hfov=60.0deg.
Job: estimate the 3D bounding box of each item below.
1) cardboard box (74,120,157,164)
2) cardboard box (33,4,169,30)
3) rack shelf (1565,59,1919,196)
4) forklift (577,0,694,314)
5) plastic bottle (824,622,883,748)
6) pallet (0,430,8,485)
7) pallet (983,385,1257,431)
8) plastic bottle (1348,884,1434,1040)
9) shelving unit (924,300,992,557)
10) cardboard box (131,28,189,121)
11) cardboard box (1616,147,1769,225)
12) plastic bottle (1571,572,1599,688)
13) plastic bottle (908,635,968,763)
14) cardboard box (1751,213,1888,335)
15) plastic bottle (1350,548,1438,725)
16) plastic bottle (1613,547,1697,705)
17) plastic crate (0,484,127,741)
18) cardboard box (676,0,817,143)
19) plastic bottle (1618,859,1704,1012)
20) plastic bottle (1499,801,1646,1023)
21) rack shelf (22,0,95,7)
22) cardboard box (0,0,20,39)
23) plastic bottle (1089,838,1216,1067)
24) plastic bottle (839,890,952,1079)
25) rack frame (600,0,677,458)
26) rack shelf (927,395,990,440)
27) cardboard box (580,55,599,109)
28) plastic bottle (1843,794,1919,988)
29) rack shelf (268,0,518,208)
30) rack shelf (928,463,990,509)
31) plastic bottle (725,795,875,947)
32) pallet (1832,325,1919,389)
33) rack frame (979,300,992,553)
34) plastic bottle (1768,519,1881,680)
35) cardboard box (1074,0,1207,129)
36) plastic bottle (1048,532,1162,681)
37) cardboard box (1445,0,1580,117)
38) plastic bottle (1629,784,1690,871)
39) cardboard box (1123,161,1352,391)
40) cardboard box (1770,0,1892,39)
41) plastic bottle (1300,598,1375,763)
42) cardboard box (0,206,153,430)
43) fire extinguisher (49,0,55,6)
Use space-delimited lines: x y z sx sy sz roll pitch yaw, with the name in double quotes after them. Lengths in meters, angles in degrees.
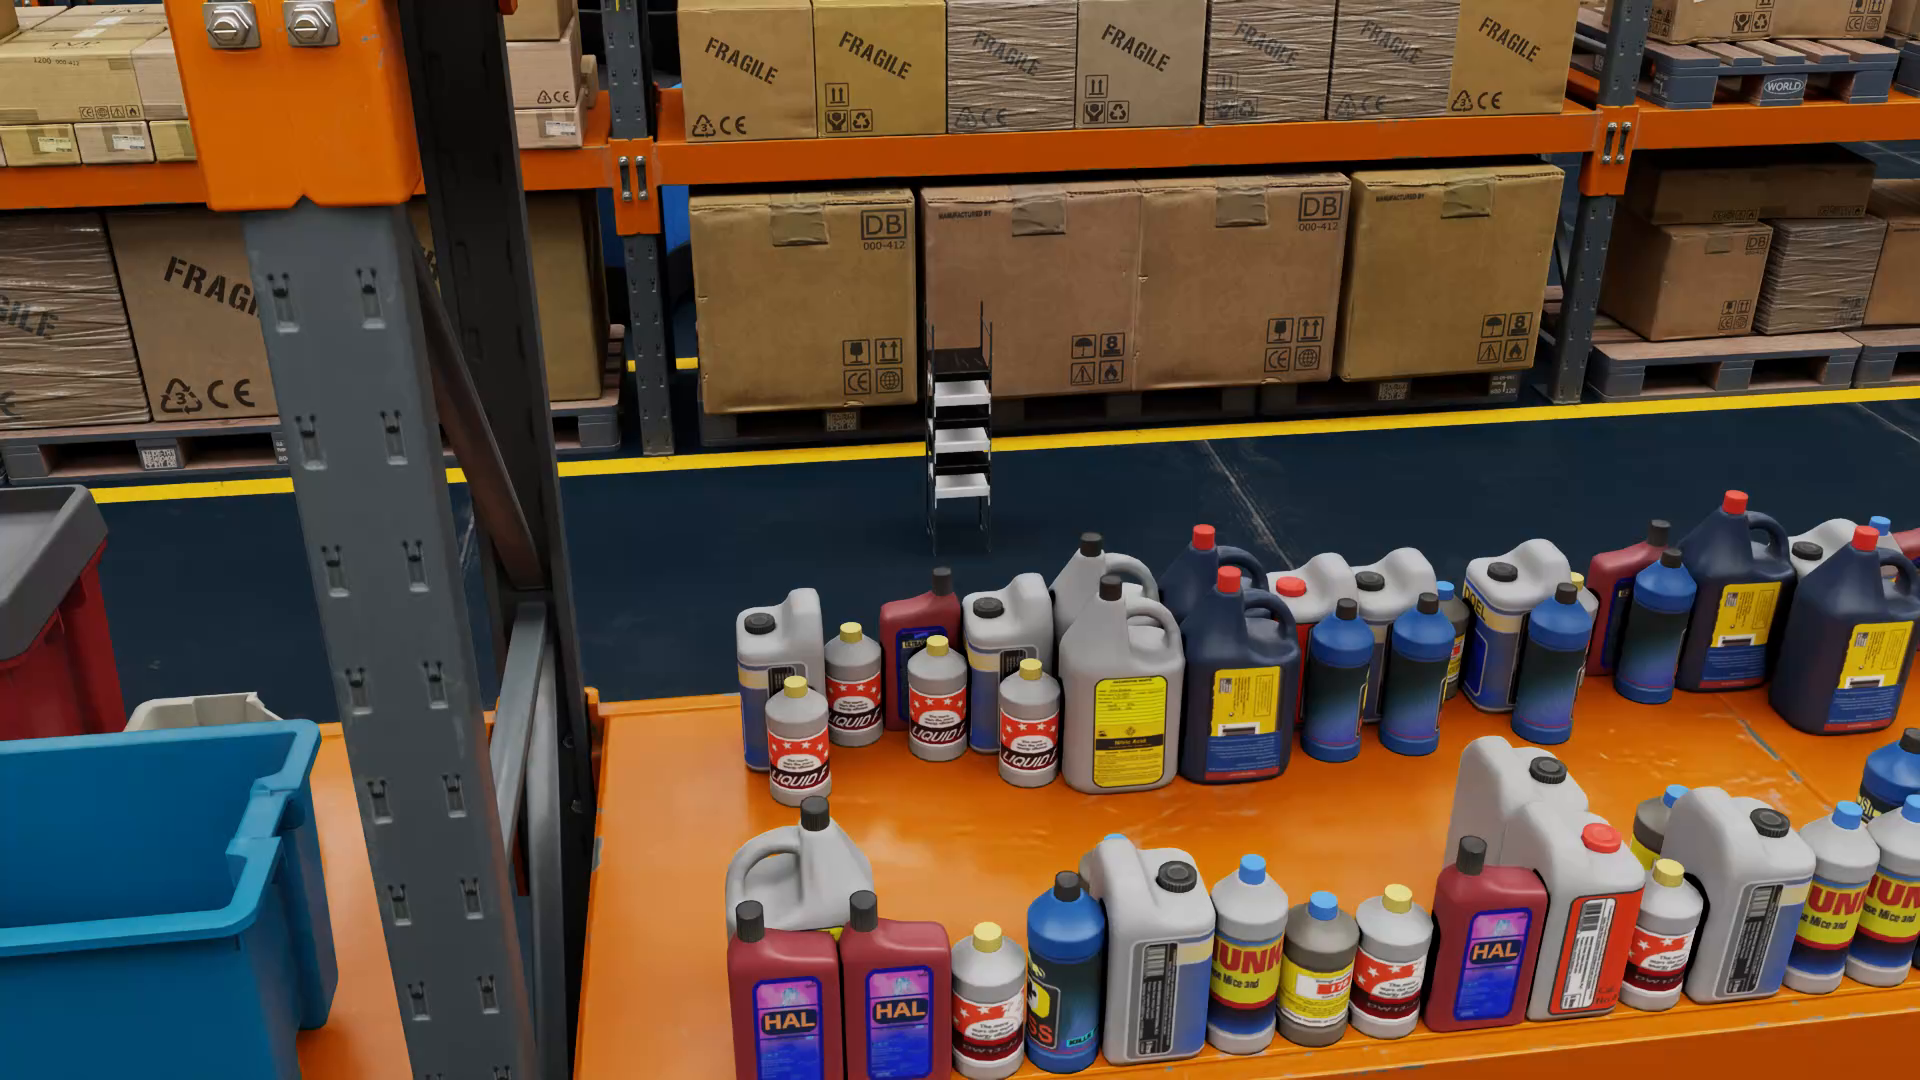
-3.104 -1.529 6.219 0.250 0.149 0.380 -3 27 -6 "cardboard box"
-3.319 -1.967 6.637 0.500 0.250 0.500 -4 27 -7 "cardboard box"
4.619 -1.967 7.586 4.000 0.370 1.077 -4 27 -7 "rack shelf"
-1.628 -3.078 9.039 1.130 2.935 3.031 7 28 14 "forklift"
-0.176 0.231 2.732 0.097 0.201 0.097 0 27 0 "plastic bottle"
-4.503 -0.497 6.987 1.213 0.211 1.003 -4 27 -7 "pallet"
0.642 -0.827 7.631 1.213 0.211 1.003 -4 27 -7 "pallet"
0.553 0.534 2.141 0.097 0.201 0.097 0 27 0 "plastic bottle"
-0.008 -0.400 6.044 0.210 0.900 0.258 -4 27 -7 "shelving unit"
-2.741 -1.758 6.229 0.500 0.250 0.500 -3 27 -6 "cardboard box"
3.298 -1.634 7.583 0.500 0.250 0.500 -3 27 -5 "cardboard box"
1.048 0.152 2.885 0.097 0.201 0.097 0 27 0 "plastic bottle"
-0.036 0.250 2.695 0.097 0.201 0.097 0 27 0 "plastic bottle"
3.846 -1.336 7.825 0.500 0.500 0.700 -6 28 -11 "cardboard box"
0.707 0.153 2.801 0.135 0.276 0.152 -4 27 -7 "plastic bottle"
1.188 0.140 2.832 0.097 0.271 0.097 0 27 0 "plastic bottle"
-1.552 0.222 2.397 0.583 0.464 0.402 -4 27 -7 "plastic crate"
-0.832 -1.866 6.492 0.500 0.500 0.500 -4 27 -7 "cardboard box"
0.914 0.511 2.187 0.097 0.201 0.097 0 27 0 "plastic bottle"
0.796 0.472 2.179 0.135 0.276 0.152 -4 27 -7 "plastic bottle"
-3.894 -3.707 10.977 4.000 0.370 1.077 -4 27 -7 "rack shelf"
-3.763 -2.027 5.931 0.500 0.500 0.500 -4 27 -9 "cardboard box"
0.241 0.508 2.110 0.135 0.276 0.152 -4 27 -7 "plastic bottle"
-0.078 0.546 2.027 0.133 0.283 0.061 -4 27 -7 "plastic bottle"
-1.323 -1.906 6.678 0.127 3.000 1.000 -4 27 -7 "rack frame"
-0.008 -0.450 6.018 0.200 0.077 0.258 -4 27 -7 "rack shelf"
-1.662 -1.926 6.992 0.250 0.149 0.380 -4 27 -7 "cardboard box"
1.240 0.459 2.212 0.097 0.271 0.097 0 27 0 "plastic bottle"
1.348 -0.808 2.042 4.000 0.370 1.077 -4 27 -7 "rack shelf"
-0.008 -0.210 6.141 0.200 0.077 0.258 -4 27 -7 "rack shelf"
-0.199 0.477 2.089 0.185 0.351 0.144 -4 27 -7 "plastic bottle"
4.618 -1.045 8.055 1.213 0.211 1.003 -4 27 -7 "pallet"
0.093 -0.406 6.056 0.006 0.900 0.240 -4 27 -7 "rack frame"
1.481 0.104 2.898 0.135 0.276 0.152 -4 27 -7 "plastic bottle"
0.672 -1.966 6.686 0.500 0.500 0.500 -3 27 -6 "cardboard box"
0.232 0.149 2.728 0.185 0.351 0.144 -4 27 -7 "plastic bottle"
2.184 -2.061 6.872 0.500 0.500 0.500 -3 27 -6 "cardboard box"
0.990 0.436 2.333 0.097 0.201 0.097 0 27 0 "plastic bottle"
1.068 -1.314 7.392 0.875 0.875 1.225 -4 27 -7 "cardboard box"
3.706 -2.525 7.315 0.500 0.500 0.700 0 27 1 "cardboard box"
0.610 0.219 2.678 0.097 0.271 0.097 0 27 0 "plastic bottle"
-3.760 -1.028 6.834 0.875 0.875 0.875 -4 27 -7 "cardboard box"
-6.188 -3.892 11.043 0.183 0.674 0.296 -4 27 -7 "fire extinguisher"
